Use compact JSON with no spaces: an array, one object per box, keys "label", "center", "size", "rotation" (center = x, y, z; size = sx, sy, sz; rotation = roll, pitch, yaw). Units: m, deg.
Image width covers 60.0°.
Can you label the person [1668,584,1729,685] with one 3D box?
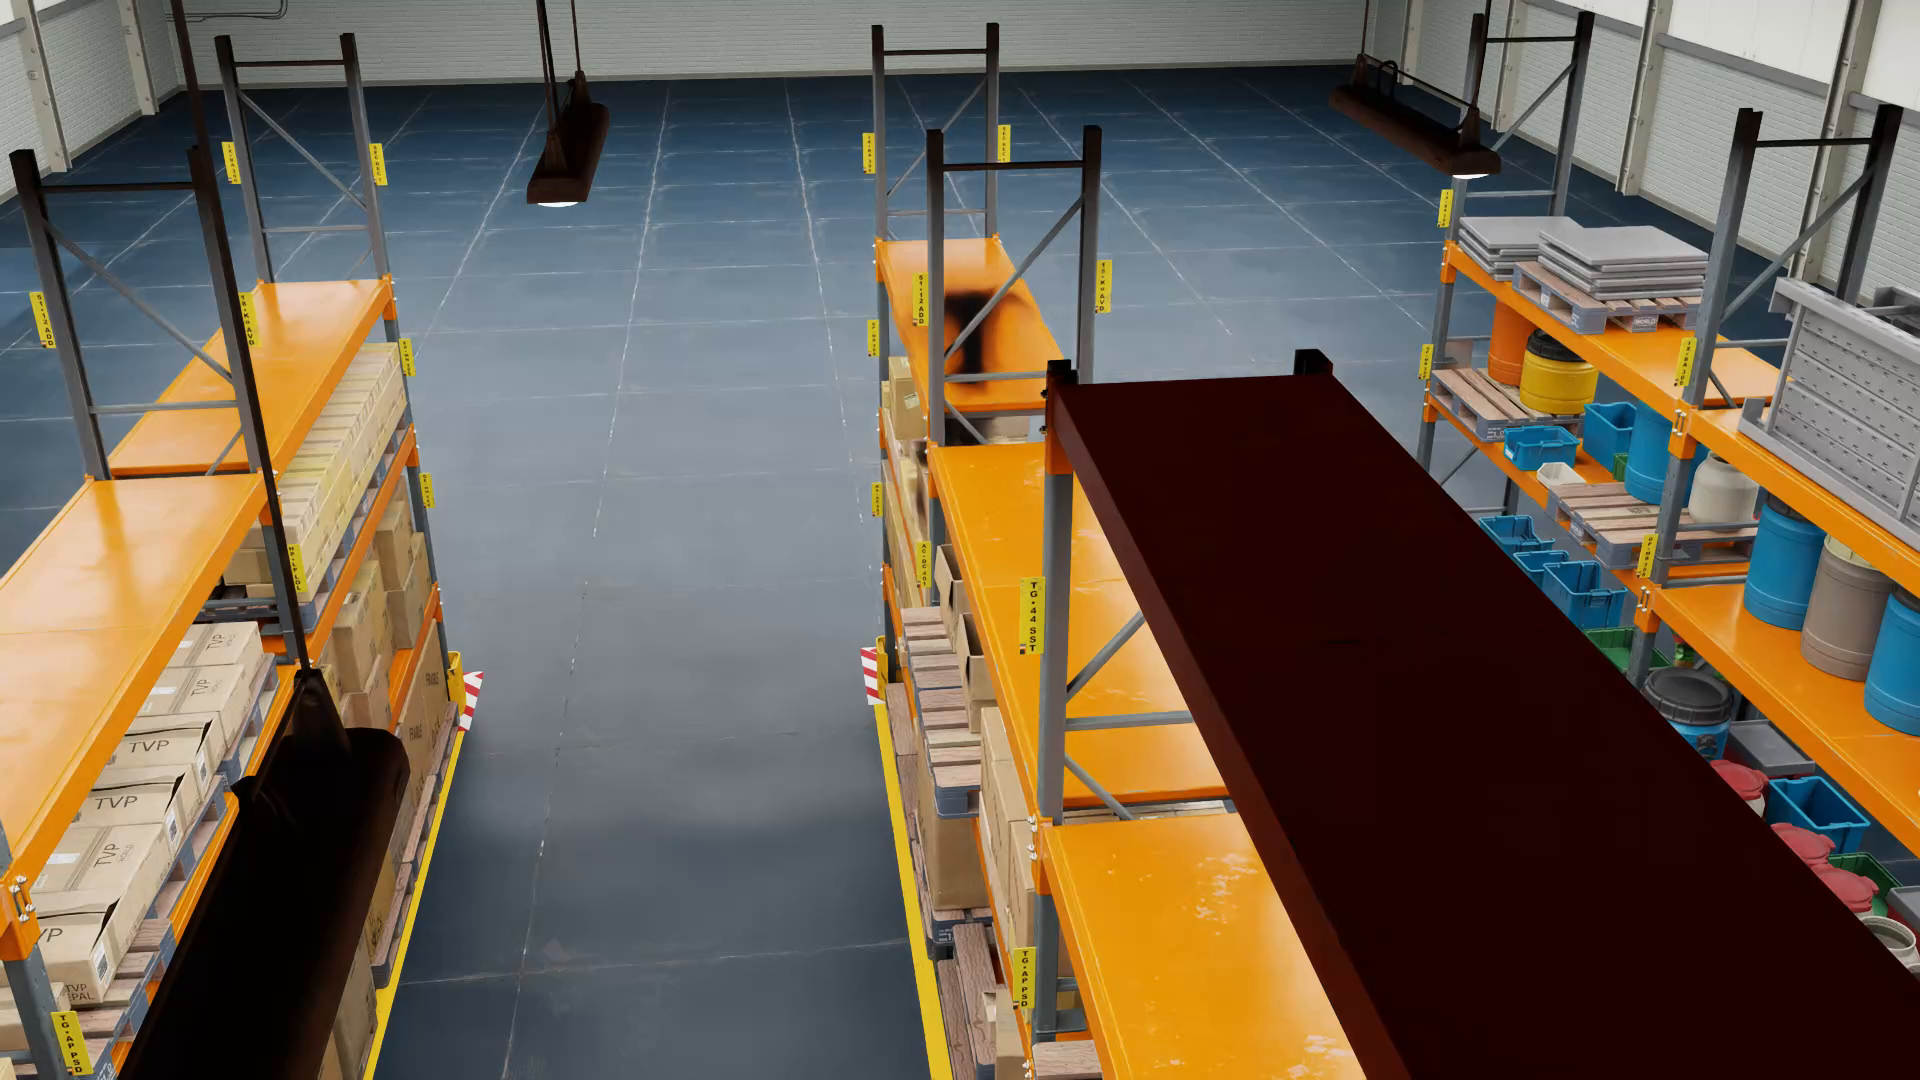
[{"label":"person","center":[6.886,0.476,15.565],"size":[0.826,1.726,0.658],"rotation":[6,26,12]}]
